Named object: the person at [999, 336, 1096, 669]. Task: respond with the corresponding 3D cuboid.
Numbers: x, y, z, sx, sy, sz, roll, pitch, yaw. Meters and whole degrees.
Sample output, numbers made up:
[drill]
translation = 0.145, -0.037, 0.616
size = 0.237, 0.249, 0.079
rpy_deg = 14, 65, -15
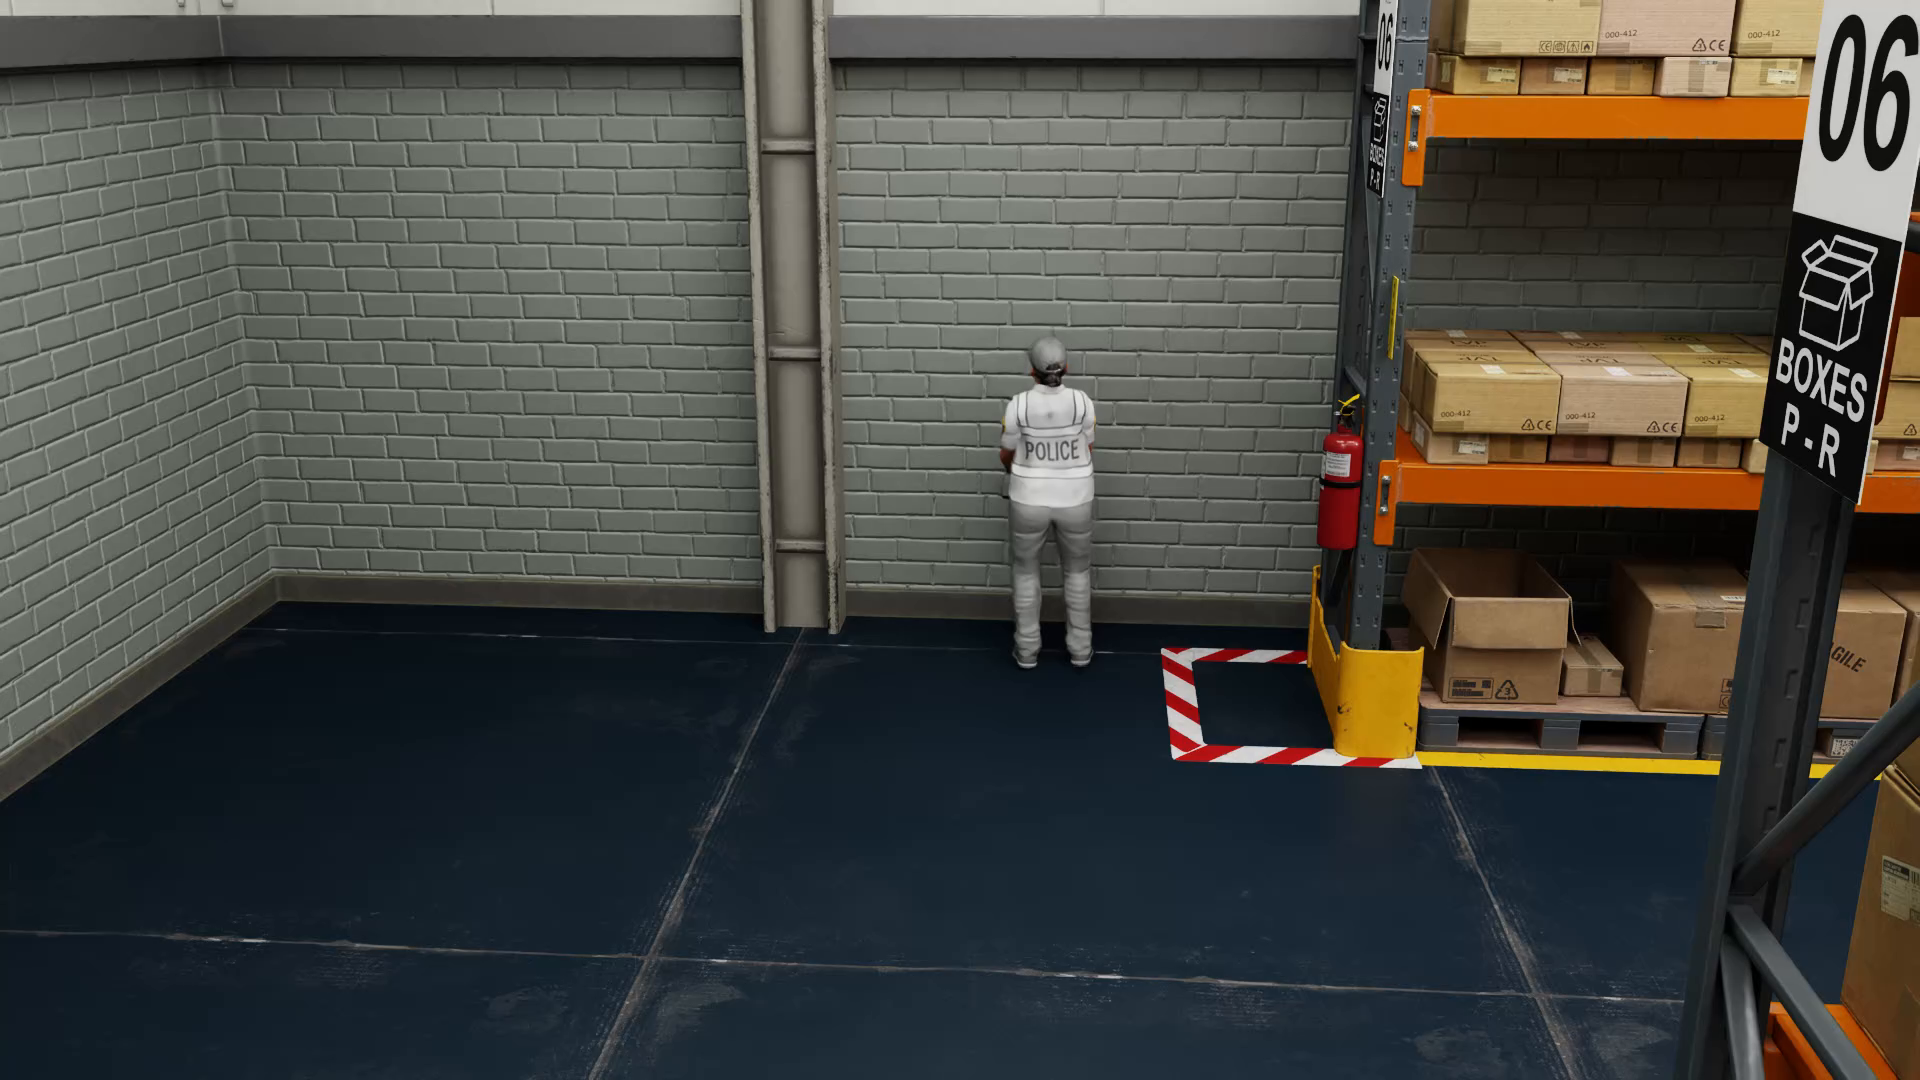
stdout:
[person]
translation = 0.435, -0.194, 8.151
size = 0.499, 1.667, 0.519
rpy_deg = -1, 18, -4
